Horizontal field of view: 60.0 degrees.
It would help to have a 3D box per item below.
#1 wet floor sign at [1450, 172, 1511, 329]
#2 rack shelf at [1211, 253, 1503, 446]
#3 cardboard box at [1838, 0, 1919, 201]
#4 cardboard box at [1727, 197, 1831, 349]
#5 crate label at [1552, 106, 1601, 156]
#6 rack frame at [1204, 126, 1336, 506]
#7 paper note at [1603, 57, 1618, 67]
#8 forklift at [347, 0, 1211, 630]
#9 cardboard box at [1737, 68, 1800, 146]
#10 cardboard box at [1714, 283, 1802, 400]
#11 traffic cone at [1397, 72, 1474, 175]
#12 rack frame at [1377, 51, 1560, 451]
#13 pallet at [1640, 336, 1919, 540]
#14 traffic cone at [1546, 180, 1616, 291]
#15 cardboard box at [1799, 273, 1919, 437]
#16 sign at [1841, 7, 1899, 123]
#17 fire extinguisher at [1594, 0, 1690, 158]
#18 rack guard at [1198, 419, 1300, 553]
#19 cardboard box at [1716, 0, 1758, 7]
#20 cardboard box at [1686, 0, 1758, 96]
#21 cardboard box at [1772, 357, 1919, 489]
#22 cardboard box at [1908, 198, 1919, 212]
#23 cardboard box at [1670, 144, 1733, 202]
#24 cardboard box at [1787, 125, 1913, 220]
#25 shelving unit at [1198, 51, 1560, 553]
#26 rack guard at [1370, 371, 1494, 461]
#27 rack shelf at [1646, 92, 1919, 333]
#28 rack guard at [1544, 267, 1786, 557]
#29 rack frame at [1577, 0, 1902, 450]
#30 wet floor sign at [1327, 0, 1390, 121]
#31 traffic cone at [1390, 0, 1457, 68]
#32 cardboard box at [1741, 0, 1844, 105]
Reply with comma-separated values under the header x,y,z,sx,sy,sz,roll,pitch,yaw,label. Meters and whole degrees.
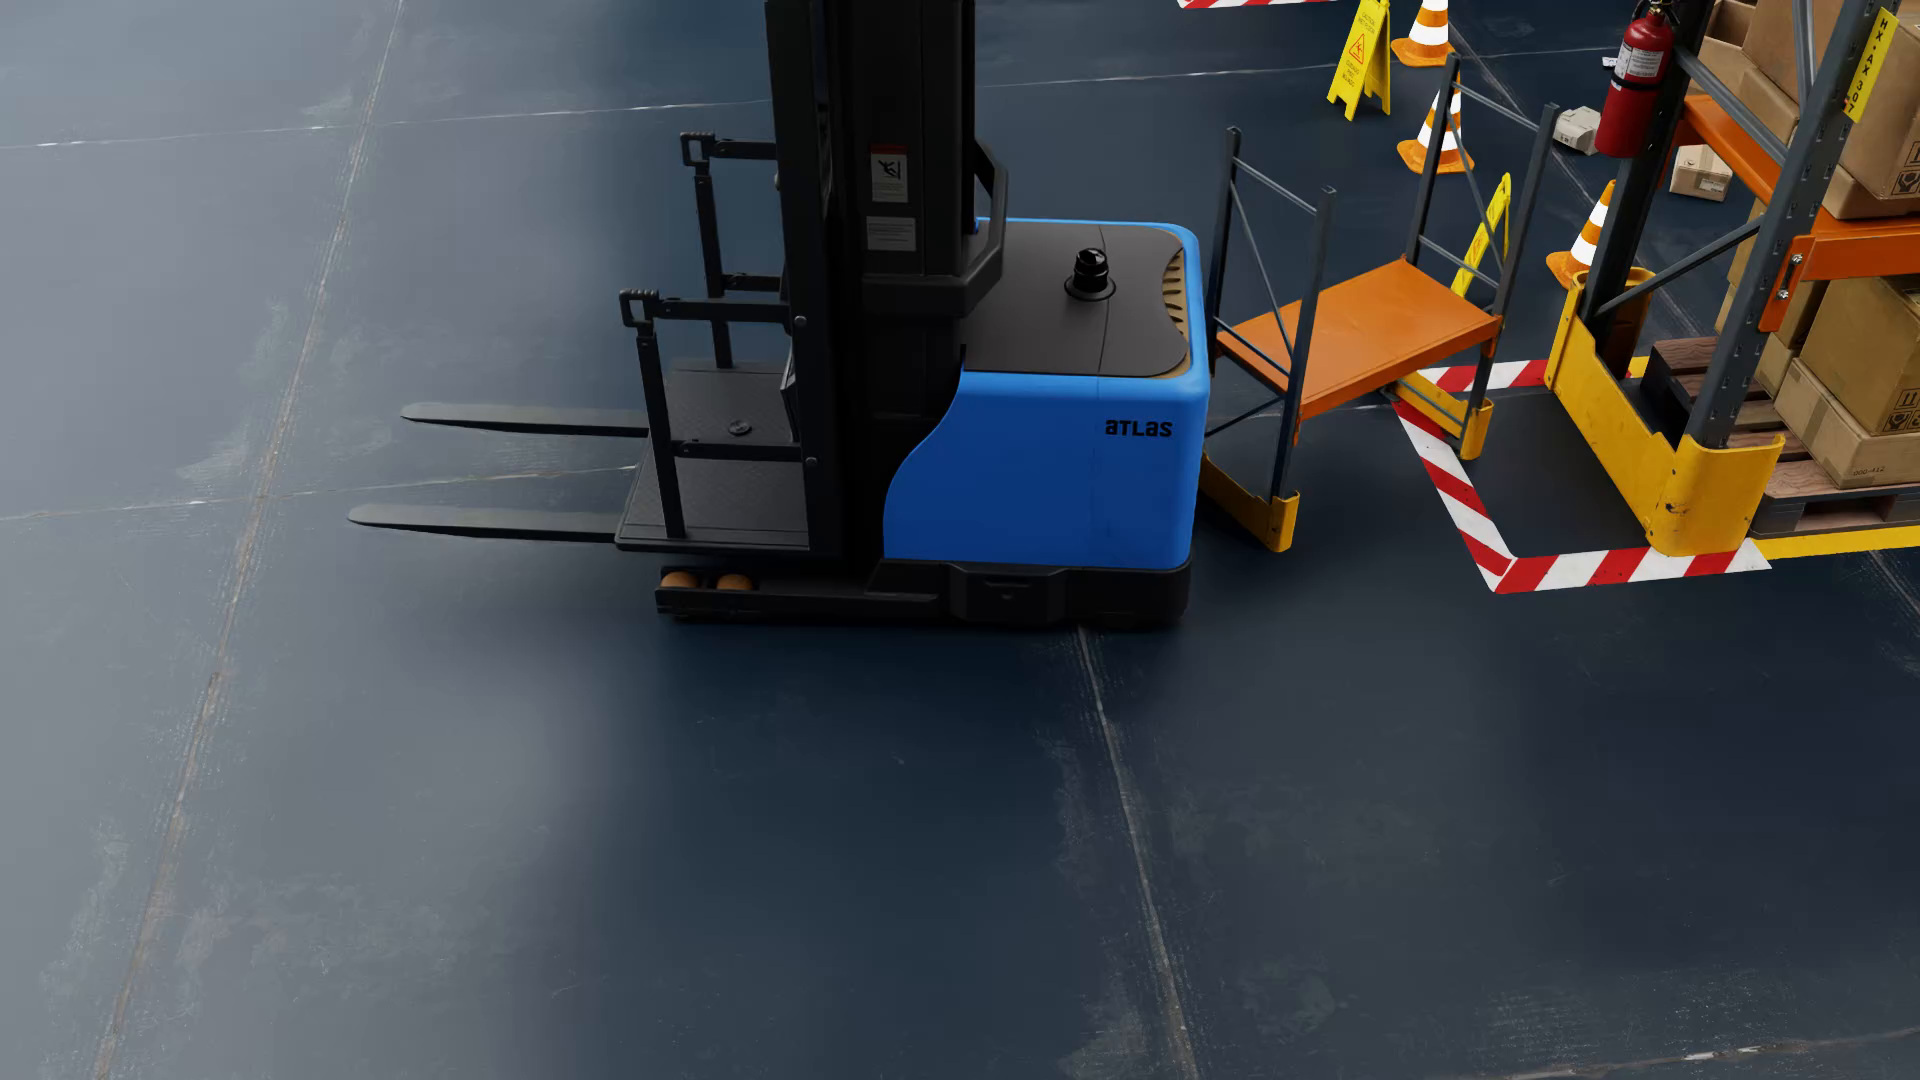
x,y,z,sx,sy,sz,roll,pitch,yaw,label
2.292,-1.262,7.167,0.232,0.644,0.267,8,43,9,wet floor sign
1.462,-0.728,6.205,1.000,0.185,0.538,-24,47,-24,rack shelf
3.125,-1.447,5.318,0.500,0.500,0.500,-6,42,-6,cardboard box
3.380,-1.098,6.408,0.500,0.500,0.500,-5,42,-5,cardboard box
3.169,-2.090,8.465,0.298,0.136,0.250,-27,49,-27,crate label
1.036,-0.676,5.879,0.032,1.500,0.500,-24,47,-24,rack frame
3.611,-2.623,9.136,0.142,0.017,0.144,8,43,9,paper note
-0.681,-1.156,5.343,3.031,2.935,1.130,2,42,3,forklift
2.962,-1.523,5.887,0.250,0.149,0.380,-4,42,-4,cardboard box
3.409,-0.828,6.668,0.500,0.250,0.500,-5,42,-6,cardboard box
2.397,-2.102,8.235,0.334,0.463,0.336,-5,42,-6,traffic cone
1.889,-1.047,6.290,0.032,1.500,0.500,-24,47,-24,rack frame
3.504,-0.460,6.603,1.213,0.211,1.003,-5,42,-6,pallet
2.878,-1.394,7.450,0.334,0.463,0.336,-5,42,-6,traffic cone
3.478,-0.744,6.015,0.500,0.500,0.500,-6,42,-7,cardboard box
2.689,-1.403,4.920,0.005,0.325,0.100,-5,42,-6,sign
2.446,-1.710,5.963,0.183,0.674,0.296,-5,42,-6,fire extinguisher
1.052,-0.219,6.306,0.087,0.250,0.587,-24,47,-24,rack guard
4.437,-3.325,9.561,0.500,0.500,0.500,2,42,2,cardboard box
4.032,-2.349,8.479,0.797,0.503,0.637,32,51,30,cardboard box
3.455,-0.463,6.264,0.500,0.250,0.500,-5,42,-6,cardboard box
3.231,-1.272,5.609,0.250,0.149,0.380,-4,42,-5,cardboard box
3.656,-1.839,8.178,0.250,0.149,0.380,16,44,17,cardboard box
2.983,-1.241,5.574,0.250,0.149,0.380,-5,42,-5,cardboard box
1.470,-0.864,6.089,1.083,1.500,0.587,-24,47,-24,shelving unit
1.888,-0.582,6.708,0.087,0.250,0.587,-24,47,-24,rack guard
4.602,-1.349,6.043,4.000,0.370,1.077,-5,42,-6,rack shelf
2.694,-0.521,6.454,0.348,0.500,1.175,-5,42,-6,rack guard
2.619,-1.442,5.609,0.127,3.000,1.000,-5,42,-6,rack frame
2.105,-2.529,8.572,0.232,0.644,0.267,-12,43,-13,wet floor sign
2.588,-2.882,9.099,0.334,0.463,0.336,-5,42,-6,traffic cone
3.121,-1.820,5.731,0.500,0.500,0.500,-6,42,-6,cardboard box
